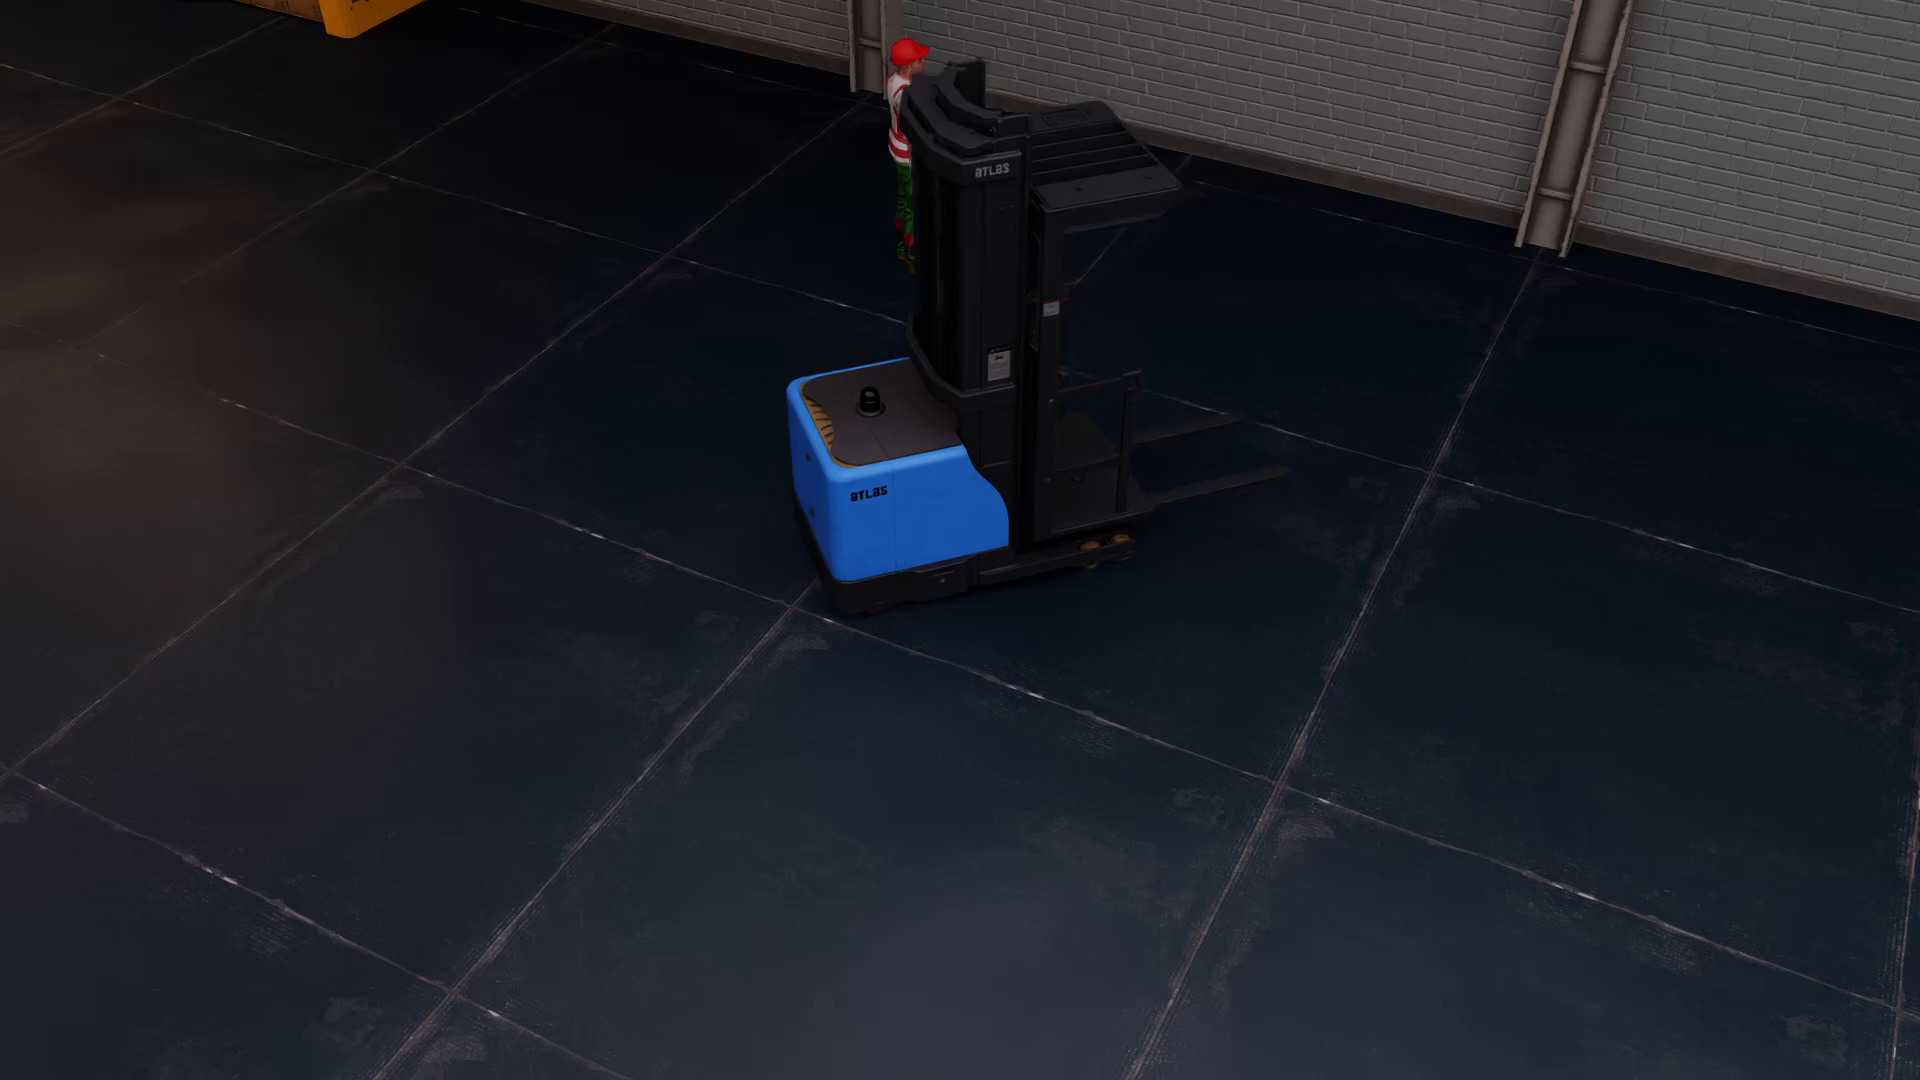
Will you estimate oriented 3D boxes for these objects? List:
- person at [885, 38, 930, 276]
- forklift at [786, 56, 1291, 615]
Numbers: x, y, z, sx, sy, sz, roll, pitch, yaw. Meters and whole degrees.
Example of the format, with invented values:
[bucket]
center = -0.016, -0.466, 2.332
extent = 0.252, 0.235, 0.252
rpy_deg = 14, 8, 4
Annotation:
[person]
center = -0.332, -2.829, 12.231
extent = 0.369, 1.795, 0.529
rpy_deg = -10, 41, -12
[forklift]
center = 0.542, -1.259, 9.482
extent = 3.031, 2.935, 1.130
rpy_deg = -13, 42, -15
